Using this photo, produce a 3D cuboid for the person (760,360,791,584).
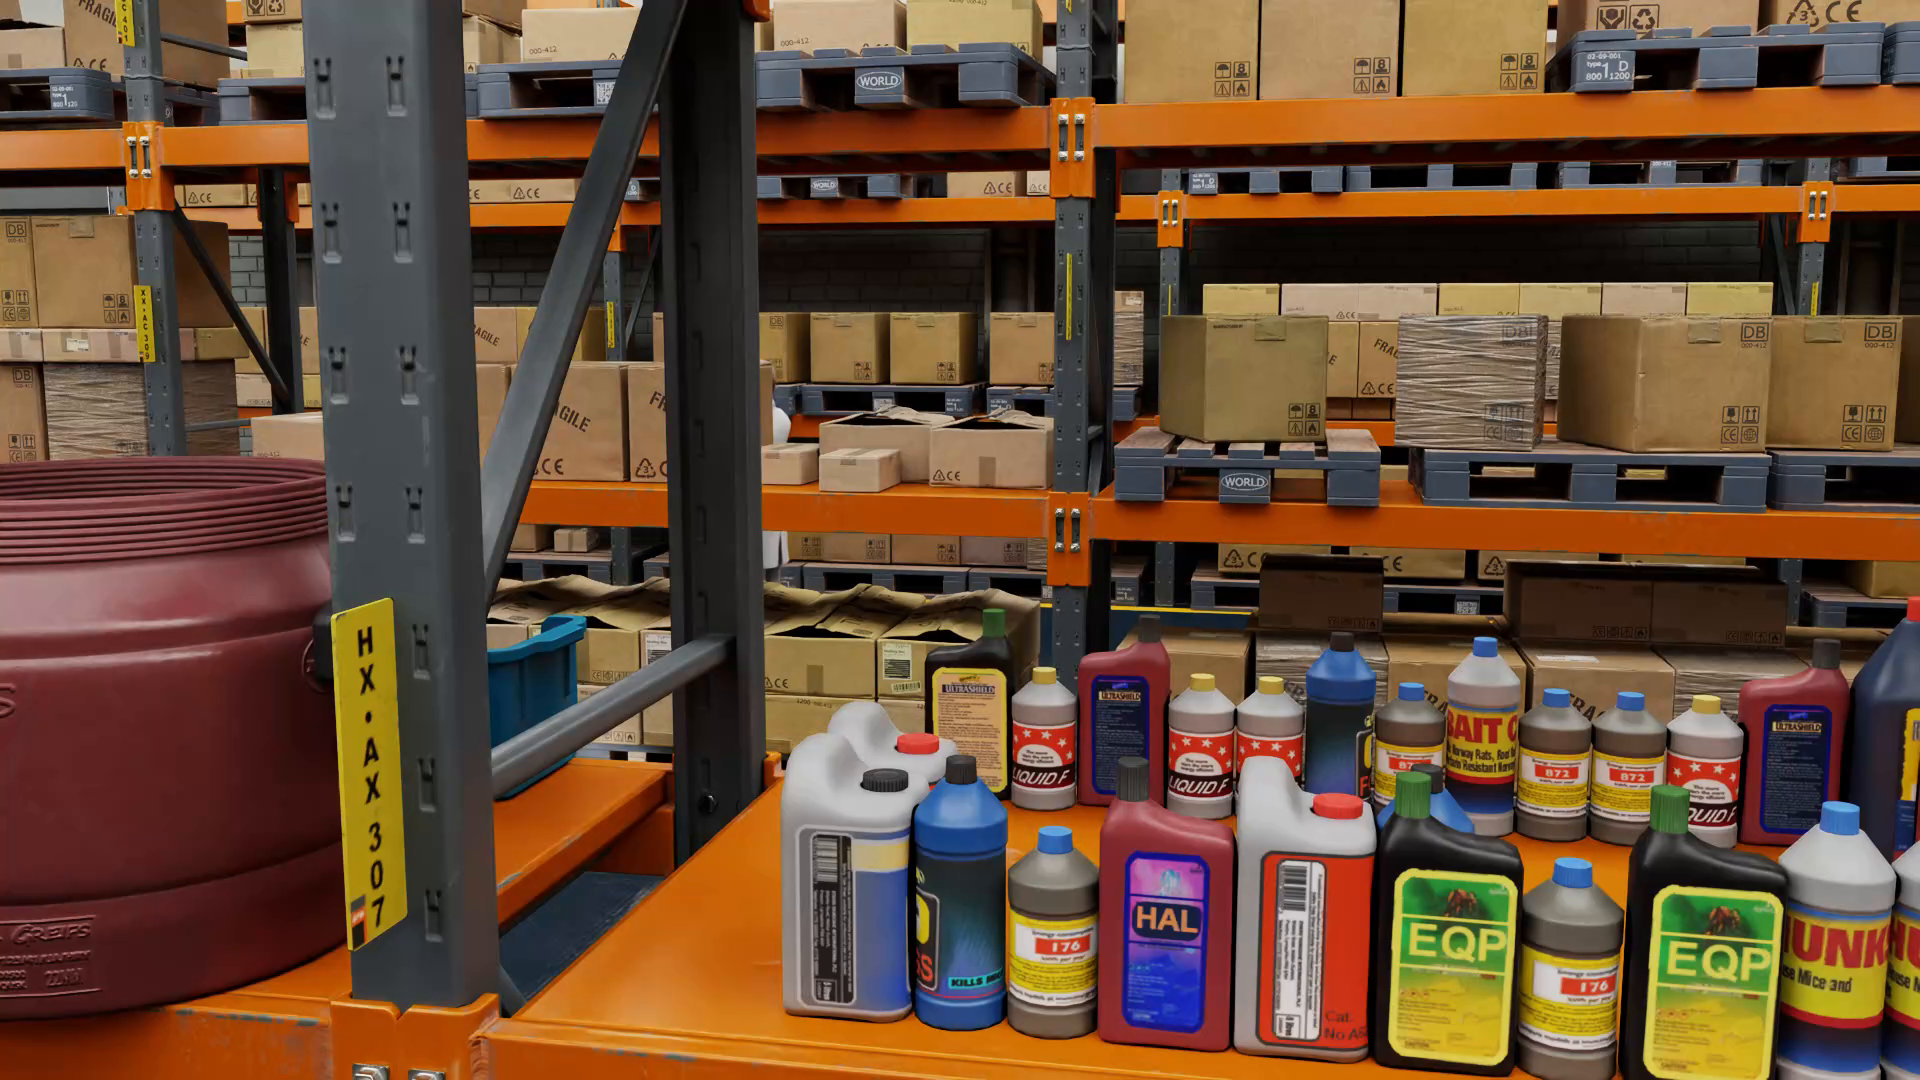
[{"bbox_3d":[-1.118,-0.069,8.909,0.396,1.791,0.566,2,8,12],"label":"person"}]
